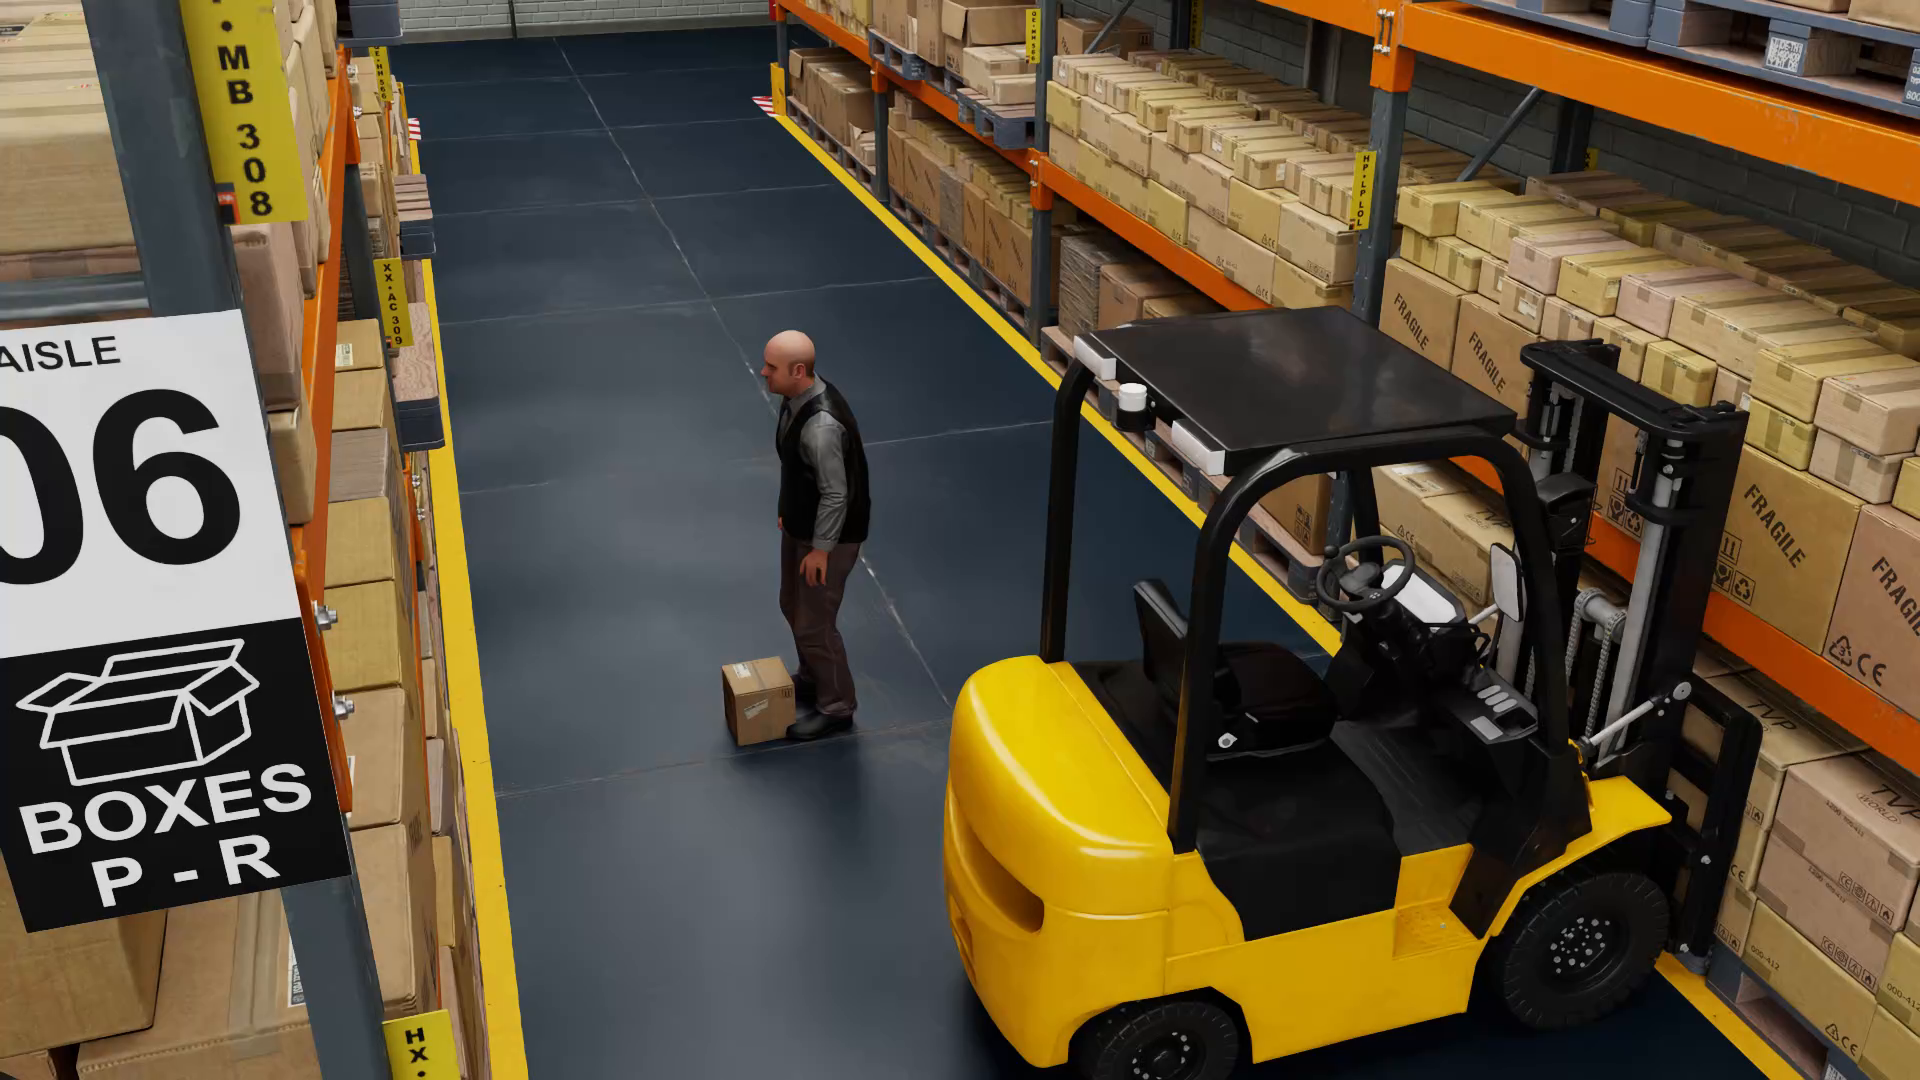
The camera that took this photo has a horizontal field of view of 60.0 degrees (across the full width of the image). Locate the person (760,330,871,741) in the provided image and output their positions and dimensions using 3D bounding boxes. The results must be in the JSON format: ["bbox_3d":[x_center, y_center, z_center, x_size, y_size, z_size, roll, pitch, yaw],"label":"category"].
[{"bbox_3d":[-0.577,-0.034,6.709,0.420,1.721,0.581,-8,27,-16],"label":"person"}]
